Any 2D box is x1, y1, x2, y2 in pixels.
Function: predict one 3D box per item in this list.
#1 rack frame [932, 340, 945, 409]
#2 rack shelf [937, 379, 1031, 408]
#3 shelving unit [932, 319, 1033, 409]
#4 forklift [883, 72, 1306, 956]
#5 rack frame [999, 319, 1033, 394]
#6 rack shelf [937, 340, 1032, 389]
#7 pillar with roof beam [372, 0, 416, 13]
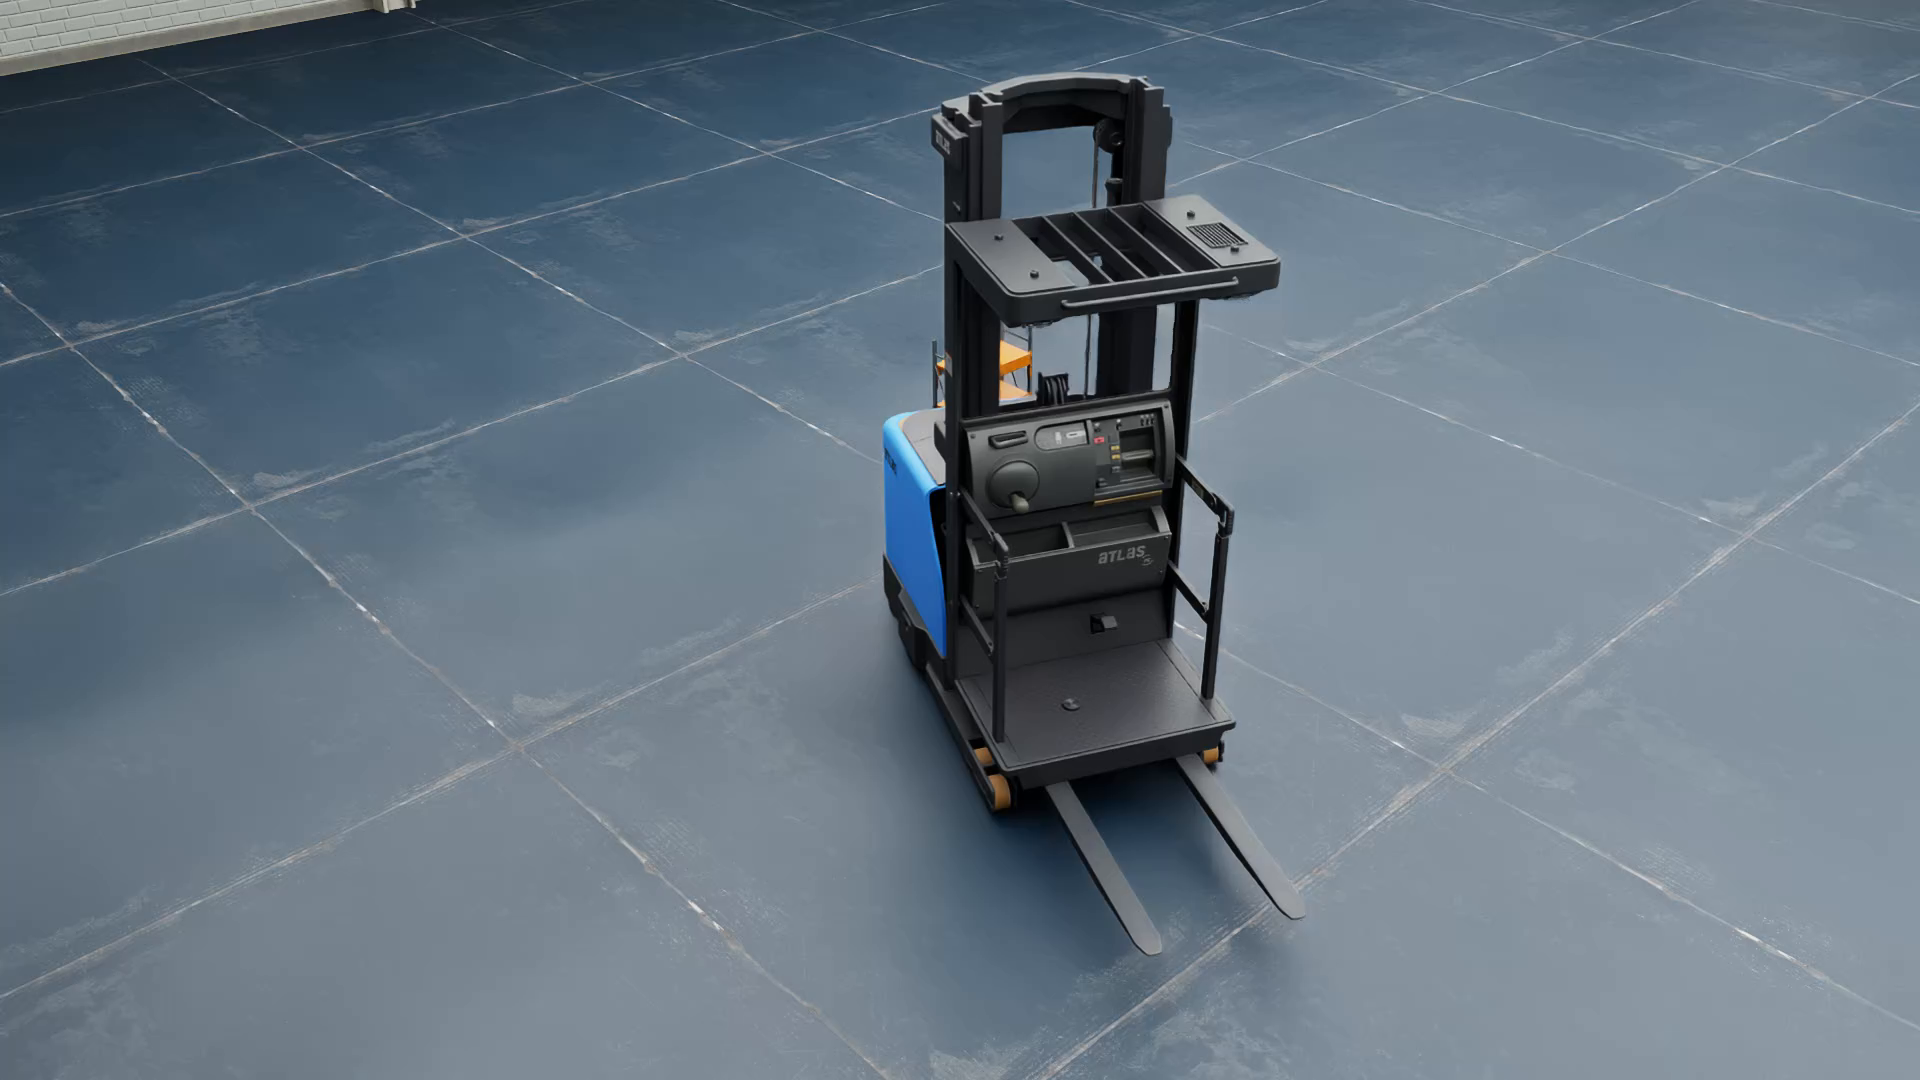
[{"bbox_3d":[-0.058,-0.484,8.891,0.015,1.200,0.240,-26,40,-35],"label":"rack frame"},{"bbox_3d":[0.121,-0.704,8.951,0.480,0.148,0.258,-26,40,-35],"label":"rack shelf"},{"bbox_3d":[0.121,-0.571,9.033,0.503,1.200,0.258,-26,40,-35],"label":"shelving unit"},{"bbox_3d":[0.550,-0.298,6.929,1.130,2.935,3.031,-10,33,-16],"label":"forklift"},{"bbox_3d":[0.300,-0.657,9.175,0.015,1.200,0.240,-26,40,-35],"label":"rack frame"},{"bbox_3d":[0.121,-0.906,8.828,0.480,0.148,0.258,-26,40,-35],"label":"rack shelf"},{"bbox_3d":[-3.676,-8.404,14.368,0.400,9.000,9.100,-26,40,-35],"label":"pillar with roof beam"}]
